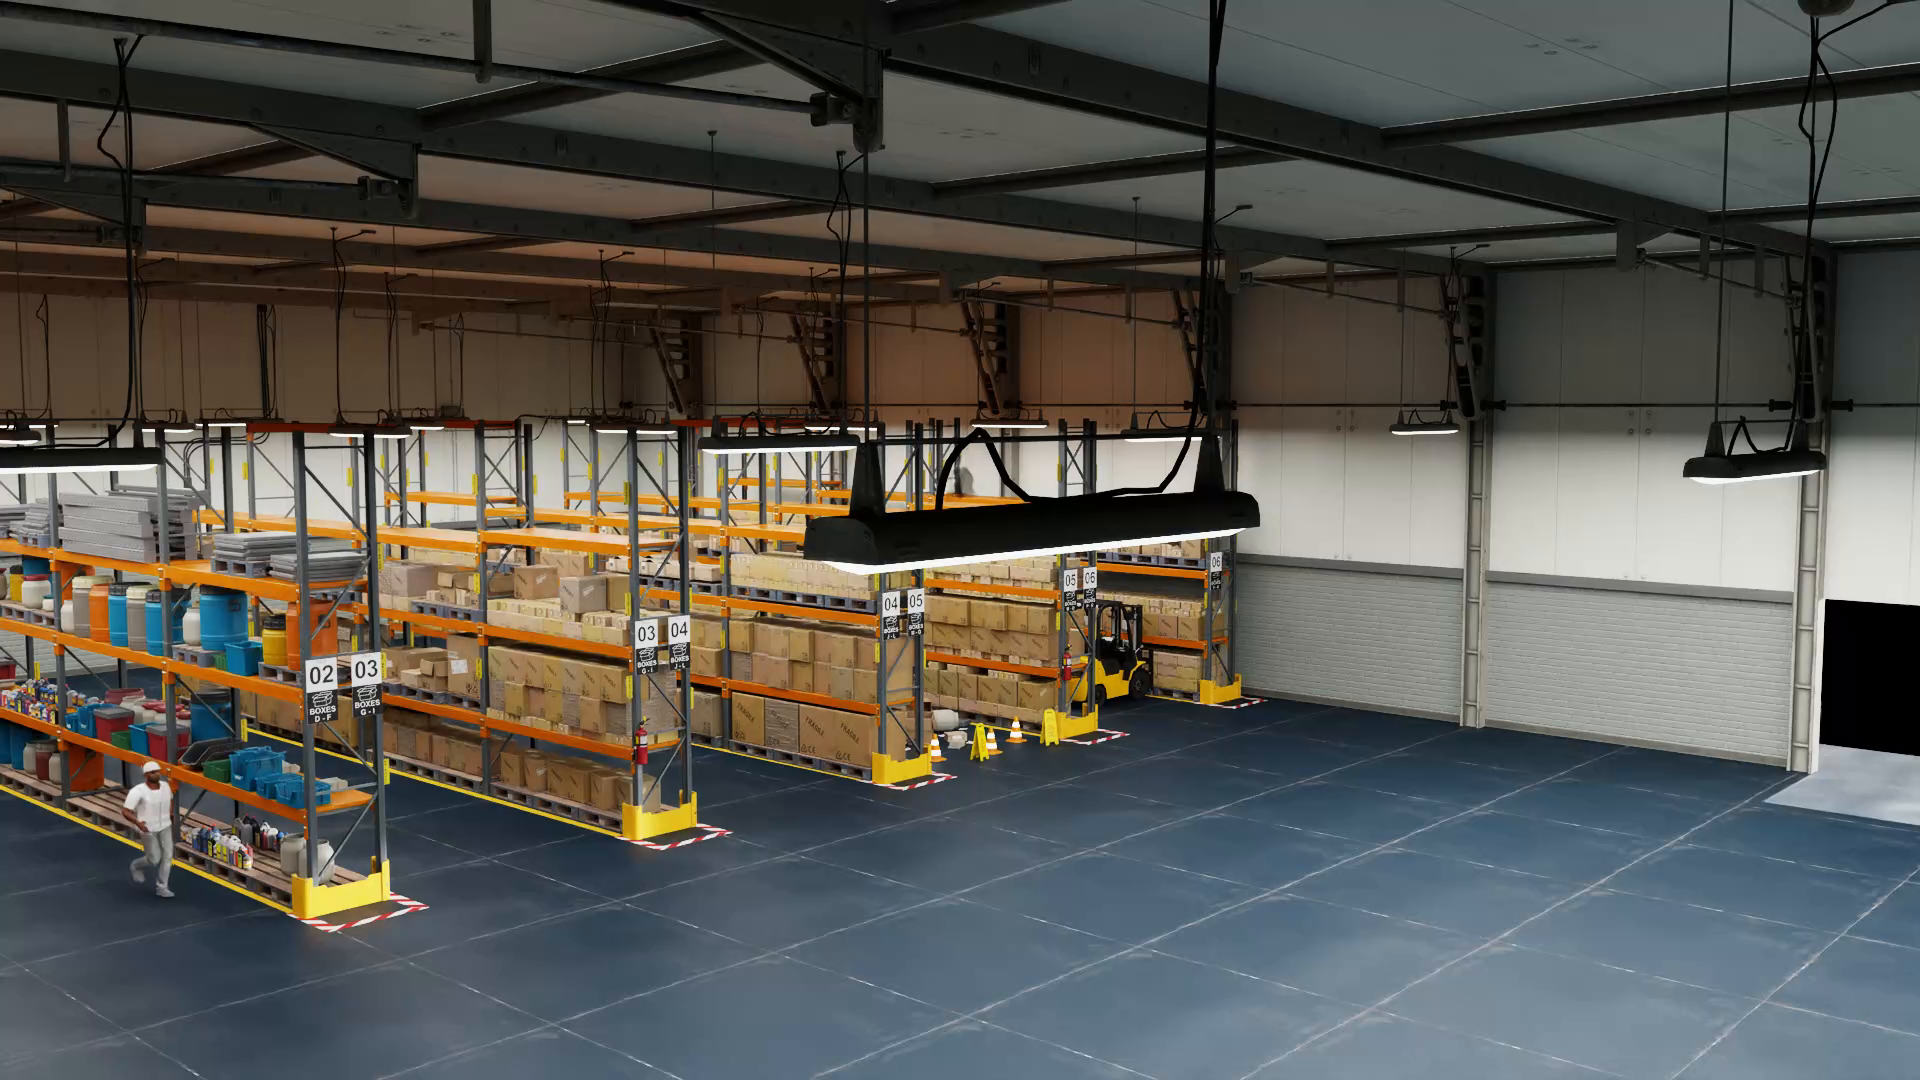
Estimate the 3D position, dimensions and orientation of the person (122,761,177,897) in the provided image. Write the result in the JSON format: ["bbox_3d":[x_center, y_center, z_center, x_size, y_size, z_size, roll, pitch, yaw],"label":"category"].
[{"bbox_3d":[-10.390,3.710,21.422,0.782,1.735,0.718,3,5,32],"label":"person"}]
